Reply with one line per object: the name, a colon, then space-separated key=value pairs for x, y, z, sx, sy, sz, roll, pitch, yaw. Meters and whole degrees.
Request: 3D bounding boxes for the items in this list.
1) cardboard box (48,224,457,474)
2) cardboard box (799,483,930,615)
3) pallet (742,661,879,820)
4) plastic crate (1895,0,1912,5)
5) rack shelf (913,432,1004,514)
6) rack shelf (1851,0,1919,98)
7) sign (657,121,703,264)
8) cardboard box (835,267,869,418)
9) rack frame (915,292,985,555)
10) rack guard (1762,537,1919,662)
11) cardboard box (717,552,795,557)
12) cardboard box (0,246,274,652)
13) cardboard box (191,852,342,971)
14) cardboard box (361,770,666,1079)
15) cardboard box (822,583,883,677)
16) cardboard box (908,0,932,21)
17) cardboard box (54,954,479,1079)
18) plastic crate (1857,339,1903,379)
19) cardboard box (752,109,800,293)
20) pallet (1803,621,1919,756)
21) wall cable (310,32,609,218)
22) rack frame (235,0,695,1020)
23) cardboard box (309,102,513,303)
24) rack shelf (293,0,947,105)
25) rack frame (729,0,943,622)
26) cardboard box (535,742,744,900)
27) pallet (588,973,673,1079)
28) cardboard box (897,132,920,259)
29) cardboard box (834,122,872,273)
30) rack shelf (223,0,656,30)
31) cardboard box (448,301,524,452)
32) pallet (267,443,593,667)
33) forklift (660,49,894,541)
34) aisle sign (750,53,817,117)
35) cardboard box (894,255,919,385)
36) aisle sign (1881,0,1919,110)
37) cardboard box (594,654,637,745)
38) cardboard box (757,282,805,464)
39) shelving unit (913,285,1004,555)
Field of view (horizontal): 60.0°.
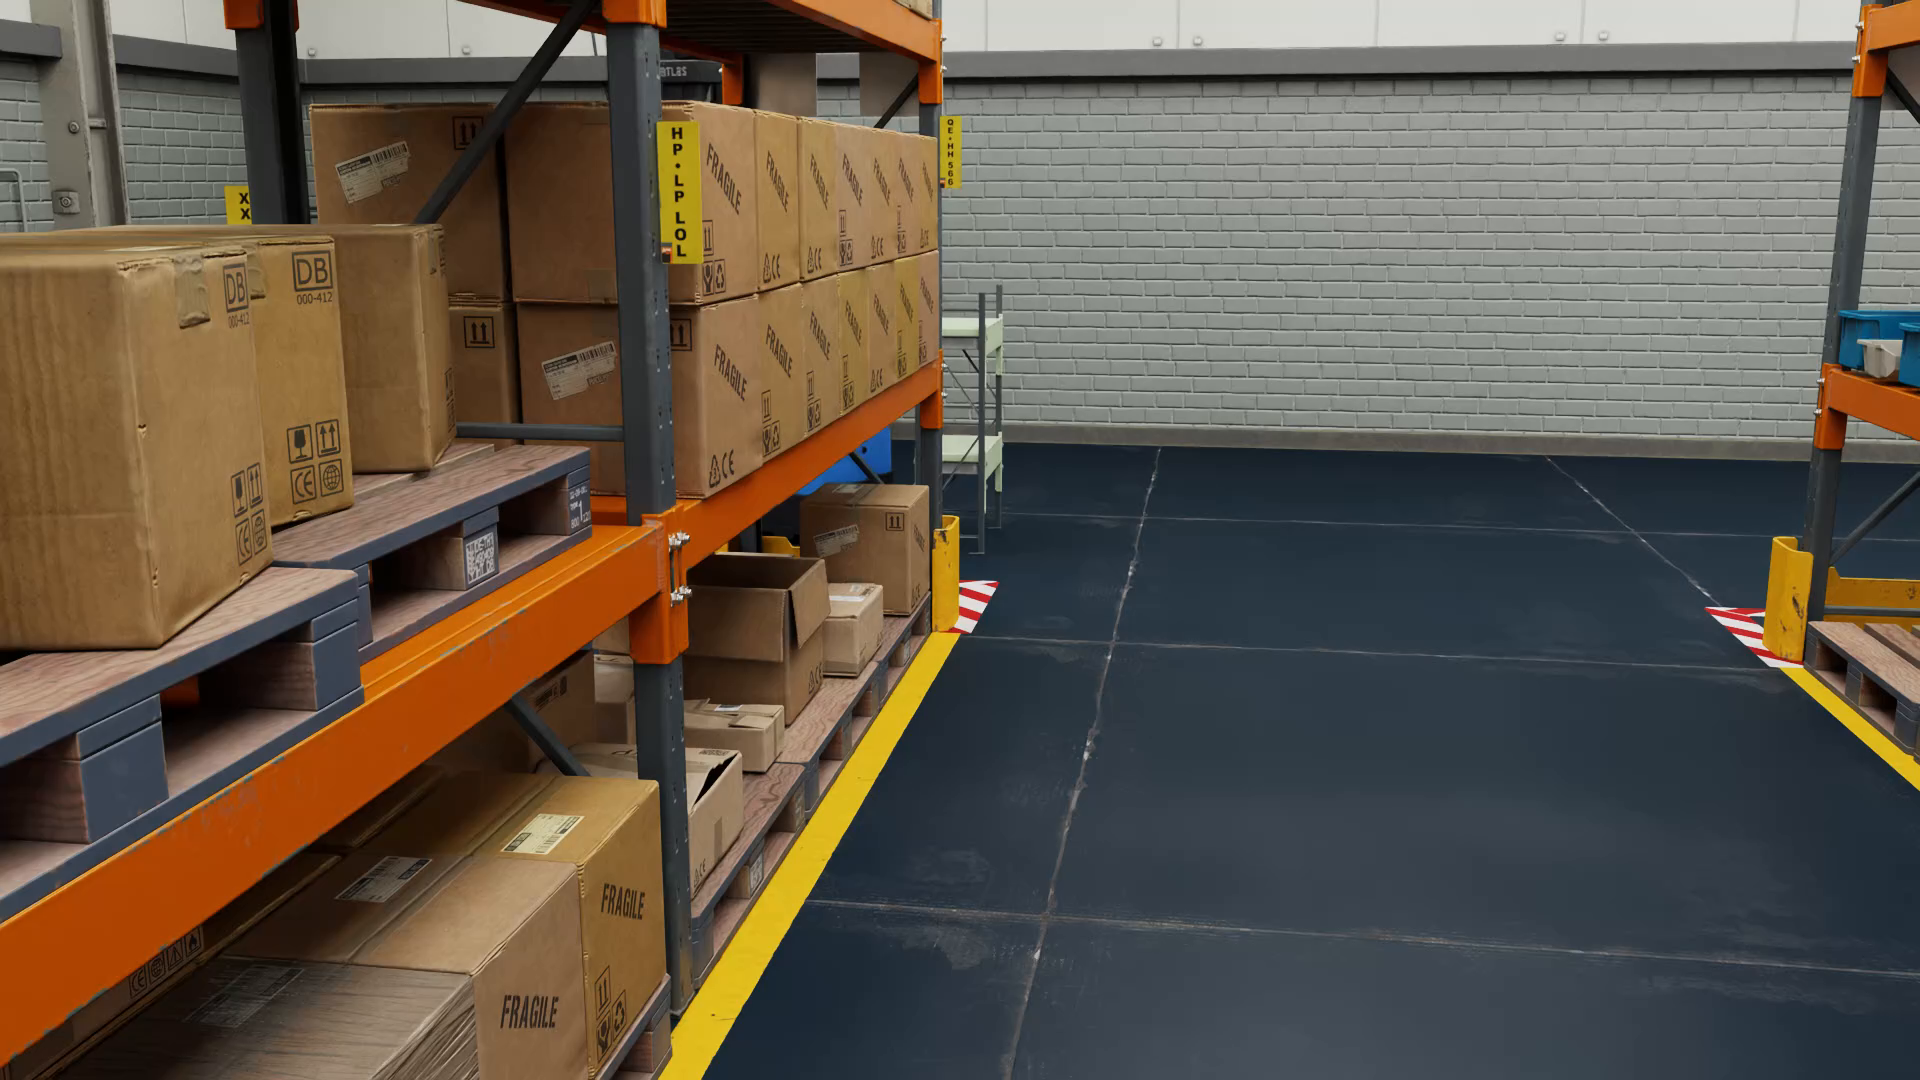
cardboard box: x=-1.497 y=-0.425 z=3.613 sx=0.700 sy=0.500 sz=0.500 roll=-2 pitch=12 yaw=-10
cardboard box: x=-0.428 y=0.033 z=7.610 sx=0.500 sy=0.500 sz=0.500 roll=2 pitch=12 yaw=9
pallet: x=-0.912 y=0.703 z=6.231 sx=1.003 sy=0.211 sz=1.213 roll=2 pitch=12 yaw=9
plastic crate: x=3.971 y=-2.265 z=6.575 sx=0.497 sy=0.269 sz=0.590 roll=2 pitch=12 yaw=9
rack shelf: x=-0.001 y=-0.413 z=9.898 sx=0.431 sy=0.370 sz=0.720 roll=2 pitch=12 yaw=9
rack shelf: x=3.998 y=-1.632 z=5.035 sx=1.077 sy=0.370 sz=4.000 roll=2 pitch=12 yaw=9
sign: x=-0.654 y=-0.811 z=3.890 sx=0.100 sy=0.325 sz=0.005 roll=2 pitch=12 yaw=9
cardboard box: x=-0.624 y=-0.725 z=6.002 sx=0.500 sy=0.500 sz=0.500 roll=2 pitch=12 yaw=8
rack frame: x=-0.057 y=-0.656 z=9.475 sx=0.400 sy=1.500 sz=0.023 roll=2 pitch=12 yaw=9
rack guard: x=4.296 y=0.283 z=7.496 sx=1.175 sy=0.500 sz=0.348 roll=2 pitch=12 yaw=9
cardboard box: x=-0.992 y=0.159 z=7.857 sx=0.380 sy=0.149 sz=0.250 roll=2 pitch=12 yaw=9
cardboard box: x=-1.414 y=-0.147 z=2.321 sx=0.700 sy=0.500 sz=0.500 roll=-1 pitch=12 yaw=-6
cardboard box: x=-1.590 y=0.949 z=3.361 sx=0.500 sy=0.500 sz=0.500 roll=2 pitch=12 yaw=9
cardboard box: x=-0.996 y=0.856 z=3.789 sx=0.500 sy=0.500 sz=0.500 roll=2 pitch=12 yaw=8
cardboard box: x=-0.604 y=0.352 z=6.723 sx=0.500 sy=0.250 sz=0.500 roll=2 pitch=12 yaw=9
cardboard box: x=-0.407 y=-2.373 z=7.119 sx=0.500 sy=0.250 sz=0.500 roll=2 pitch=12 yaw=9
cardboard box: x=-1.158 y=1.063 z=2.828 sx=0.500 sy=0.500 sz=0.500 roll=2 pitch=12 yaw=9
plastic crate: x=3.811 y=-0.730 z=6.742 sx=0.250 sy=0.136 sz=0.298 roll=2 pitch=12 yaw=9
cardboard box: x=-0.774 y=-0.997 z=4.887 sx=0.500 sy=0.500 sz=0.500 roll=1 pitch=12 yaw=7
pallet: x=4.140 y=0.600 z=6.710 sx=1.003 sy=0.211 sz=1.213 roll=2 pitch=12 yaw=9
wall cable: x=-4.261 y=-3.835 z=13.801 sx=3.097 sy=2.526 sz=0.112 roll=2 pitch=12 yaw=9
rack frame: x=-1.203 y=-0.263 z=4.092 sx=1.000 sy=3.000 sz=0.127 roll=2 pitch=12 yaw=9
cardboard box: x=-1.381 y=-0.914 z=4.503 sx=0.500 sy=0.500 sz=0.500 roll=2 pitch=12 yaw=9
rack shelf: x=-0.896 y=-1.794 z=5.783 sx=1.077 sy=0.370 sz=4.000 roll=2 pitch=12 yaw=9
rack frame: x=-0.588 y=-1.095 z=7.955 sx=1.000 sy=3.000 sz=0.127 roll=2 pitch=12 yaw=9
cardboard box: x=-0.925 y=0.756 z=4.702 sx=0.500 sy=0.311 sz=0.500 roll=2 pitch=12 yaw=9
pallet: x=-1.291 y=1.271 z=3.594 sx=1.003 sy=0.211 sz=1.213 roll=2 pitch=12 yaw=9
cardboard box: x=-0.462 y=-1.426 z=6.880 sx=0.500 sy=0.500 sz=0.500 roll=2 pitch=12 yaw=10
cardboard box: x=-0.616 y=-1.211 z=5.883 sx=0.500 sy=0.500 sz=0.500 roll=2 pitch=12 yaw=10
rack shelf: x=-1.511 y=-0.961 z=1.920 sx=1.077 sy=0.370 sz=4.000 roll=2 pitch=12 yaw=9
cardboard box: x=-1.380 y=-0.424 z=4.603 sx=0.500 sy=0.500 sz=0.500 roll=2 pitch=12 yaw=10
pallet: x=-1.434 y=-0.006 z=3.356 sx=1.003 sy=0.211 sz=1.213 roll=2 pitch=12 yaw=9
forklift: x=-1.983 y=-1.611 z=10.510 sx=3.031 sy=2.935 sz=1.130 roll=5 pitch=13 yaw=24
aisle sign: x=-0.868 y=-2.390 z=7.792 sx=0.394 sy=0.787 sz=0.004 roll=2 pitch=12 yaw=9
cardboard box: x=-0.465 y=-0.934 z=6.970 sx=0.500 sy=0.500 sz=0.500 roll=2 pitch=12 yaw=9
aisle sign: x=4.023 y=-2.229 z=7.047 sx=0.394 sy=0.787 sz=0.004 roll=2 pitch=12 yaw=9
cardboard box: x=-1.281 y=0.553 z=5.646 sx=0.500 sy=0.311 sz=0.500 roll=2 pitch=12 yaw=9
cardboard box: x=-0.780 y=-0.515 z=5.028 sx=0.500 sy=0.500 sz=0.500 roll=2 pitch=12 yaw=10
shelving unit: x=-0.001 y=-0.732 z=9.829 sx=0.431 sy=1.500 sz=0.755 roll=2 pitch=12 yaw=9
